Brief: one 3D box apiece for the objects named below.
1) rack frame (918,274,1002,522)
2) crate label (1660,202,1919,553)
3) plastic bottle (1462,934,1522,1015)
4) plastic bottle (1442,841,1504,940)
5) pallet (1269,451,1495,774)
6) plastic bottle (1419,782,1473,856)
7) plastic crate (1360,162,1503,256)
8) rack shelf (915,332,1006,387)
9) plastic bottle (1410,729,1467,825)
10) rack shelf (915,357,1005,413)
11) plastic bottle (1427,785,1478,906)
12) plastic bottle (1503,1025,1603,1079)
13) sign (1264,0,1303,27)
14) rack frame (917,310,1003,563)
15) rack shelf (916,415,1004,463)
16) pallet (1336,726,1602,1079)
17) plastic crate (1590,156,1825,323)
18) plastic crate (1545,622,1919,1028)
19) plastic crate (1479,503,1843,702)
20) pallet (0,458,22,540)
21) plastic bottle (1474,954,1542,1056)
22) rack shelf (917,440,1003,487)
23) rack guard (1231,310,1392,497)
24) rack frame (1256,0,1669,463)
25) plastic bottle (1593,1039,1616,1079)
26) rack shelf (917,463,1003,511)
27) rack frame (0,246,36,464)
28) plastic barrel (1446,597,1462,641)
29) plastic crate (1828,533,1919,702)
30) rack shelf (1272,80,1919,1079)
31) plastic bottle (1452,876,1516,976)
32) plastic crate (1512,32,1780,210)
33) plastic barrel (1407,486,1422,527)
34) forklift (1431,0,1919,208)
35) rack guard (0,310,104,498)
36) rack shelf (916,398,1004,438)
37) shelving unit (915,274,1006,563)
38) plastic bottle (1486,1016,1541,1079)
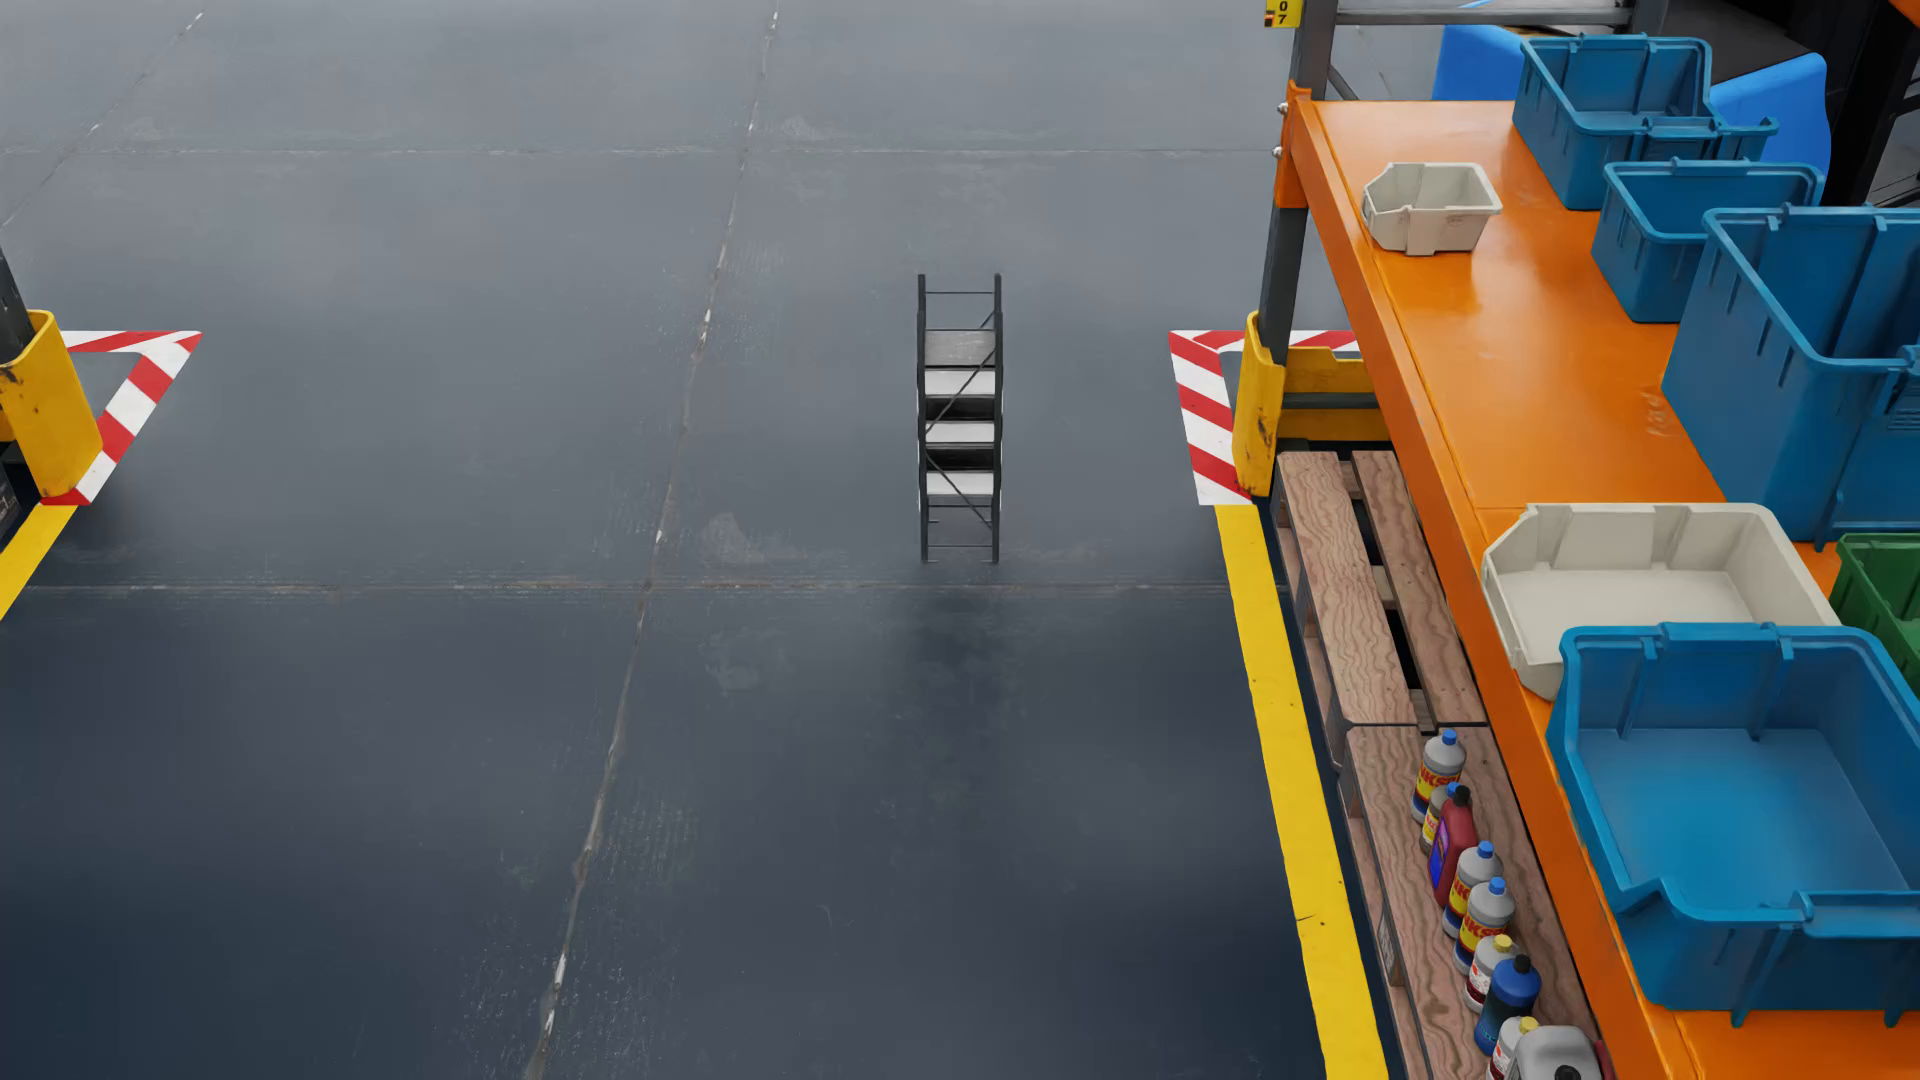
[{"bbox_3d":[0.000,-0.410,5.042,0.240,0.900,0.006,0,39,0],"label":"rack frame"},{"bbox_3d":[1.732,-0.330,3.235,0.502,0.435,0.616,0,39,0],"label":"crate label"},{"bbox_3d":[1.150,0.926,3.582,0.097,0.201,0.097,0,39,0],"label":"plastic bottle"},{"bbox_3d":[1.150,0.774,3.715,0.097,0.271,0.097,0,39,0],"label":"plastic bottle"},{"bbox_3d":[1.502,0.177,4.861,1.003,0.211,1.213,0,39,0],"label":"pallet"},{"bbox_3d":[1.150,0.652,3.924,0.097,0.201,0.097,0,39,0],"label":"plastic bottle"},{"bbox_3d":[1.138,-0.804,4.066,0.298,0.136,0.250,0,39,0],"label":"plastic crate"},{"bbox_3d":[0.000,-0.531,4.814,0.258,0.077,0.200,0,39,0],"label":"rack shelf"},{"bbox_3d":[1.150,0.560,3.983,0.097,0.271,0.097,0,39,0],"label":"plastic bottle"},{"bbox_3d":[0.000,-0.461,4.871,0.258,0.077,0.200,0,39,0],"label":"rack shelf"},{"bbox_3d":[1.132,0.697,3.802,0.061,0.283,0.133,1,39,1],"label":"plastic bottle"},{"bbox_3d":[1.178,1.099,3.306,0.152,0.276,0.135,1,39,1],"label":"plastic bottle"},{"bbox_3d":[0.909,-1.577,4.598,0.100,0.325,0.005,0,39,0],"label":"sign"},{"bbox_3d":[0.000,-0.282,4.883,0.240,0.900,0.006,0,39,0],"label":"rack frame"},{"bbox_3d":[0.000,-0.320,4.983,0.258,0.077,0.200,0,39,0],"label":"rack shelf"},{"bbox_3d":[1.500,0.938,3.911,1.003,0.211,1.213,0,39,0],"label":"pallet"},{"bbox_3d":[1.754,-0.690,3.832,0.499,0.251,0.408,0,39,0],"label":"plastic crate"},{"bbox_3d":[1.191,0.400,2.471,0.499,0.251,0.616,0,39,0],"label":"plastic crate"},{"bbox_3d":[1.209,0.122,2.910,0.530,0.136,0.437,0,39,0],"label":"plastic crate"},{"bbox_3d":[-3.528,0.180,4.856,1.003,0.211,1.213,0,39,0],"label":"pallet"},{"bbox_3d":[1.150,0.963,3.479,0.097,0.271,0.097,0,39,0],"label":"plastic bottle"},{"bbox_3d":[0.000,-0.250,5.039,0.258,0.077,0.200,0,39,0],"label":"rack shelf"},{"bbox_3d":[1.506,-0.444,5.405,1.175,0.500,0.348,0,39,0],"label":"rack guard"},{"bbox_3d":[1.459,-1.467,4.682,1.000,3.000,0.127,0,39,0],"label":"rack frame"},{"bbox_3d":[1.285,1.096,3.304,0.061,0.283,0.133,0,39,0],"label":"plastic bottle"},{"bbox_3d":[0.000,-0.180,5.096,0.258,0.077,0.200,0,39,0],"label":"rack shelf"},{"bbox_3d":[-3.494,-1.464,4.678,1.000,3.000,0.127,0,39,0],"label":"rack frame"},{"bbox_3d":[1.537,0.065,4.424,0.421,0.512,0.421,0,39,0],"label":"plastic barrel"},{"bbox_3d":[1.745,0.268,2.687,0.450,0.188,0.662,0,39,0],"label":"plastic crate"},{"bbox_3d":[1.462,0.064,3.346,1.077,0.370,4.000,0,39,0],"label":"rack shelf"},{"bbox_3d":[1.150,0.837,3.637,0.097,0.271,0.097,0,39,0],"label":"plastic bottle"},{"bbox_3d":[1.759,-1.096,4.338,0.499,0.251,0.616,0,39,0],"label":"plastic crate"},{"bbox_3d":[1.536,-0.249,4.815,0.421,0.512,0.421,0,39,0],"label":"plastic barrel"},{"bbox_3d":[3.227,-2.424,5.931,3.031,2.935,1.130,-22,44,-25],"label":"forklift"},{"bbox_3d":[-3.494,-0.441,5.400,1.175,0.500,0.348,0,39,0],"label":"rack guard"},{"bbox_3d":[0.000,-0.390,4.927,0.258,0.077,0.200,0,39,0],"label":"rack shelf"},{"bbox_3d":[0.000,-0.346,4.962,0.258,0.900,0.210,0,39,0],"label":"shelving unit"},{"bbox_3d":[1.151,1.055,3.421,0.097,0.201,0.097,0,39,0],"label":"plastic bottle"}]
